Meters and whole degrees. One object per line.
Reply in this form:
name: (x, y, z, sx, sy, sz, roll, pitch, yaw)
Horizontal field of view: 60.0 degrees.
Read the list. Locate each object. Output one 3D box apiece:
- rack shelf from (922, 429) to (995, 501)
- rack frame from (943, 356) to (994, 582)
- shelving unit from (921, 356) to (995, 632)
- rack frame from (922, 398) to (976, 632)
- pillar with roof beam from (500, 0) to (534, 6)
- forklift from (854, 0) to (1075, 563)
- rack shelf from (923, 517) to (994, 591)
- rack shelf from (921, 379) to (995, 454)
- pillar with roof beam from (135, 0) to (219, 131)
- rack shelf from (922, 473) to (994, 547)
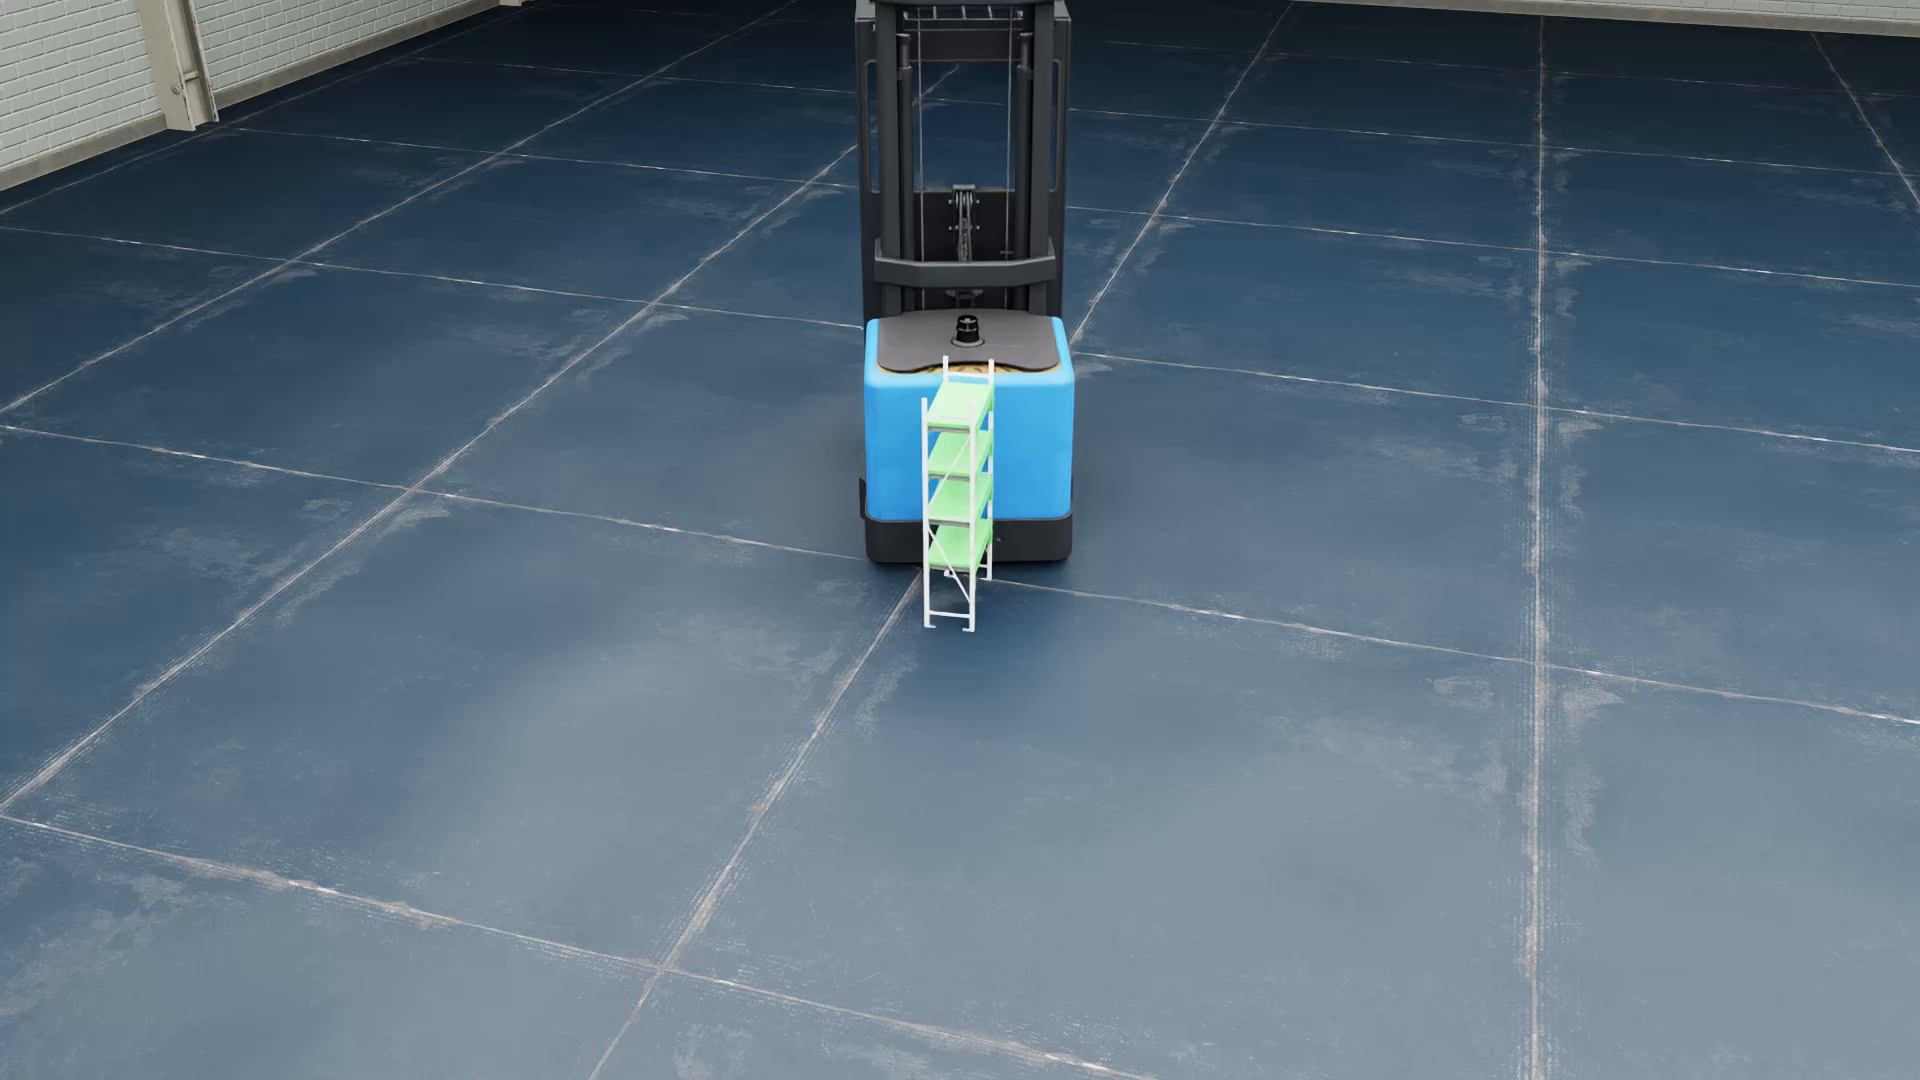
rack shelf: (-0.005, -0.367, 7.813, 0.258, 0.148, 0.480, 5, 30, 9)
rack frame: (0.040, -0.329, 8.108, 0.240, 1.200, 0.015, 5, 30, 9)
shelving unit: (-0.005, -0.213, 7.898, 0.258, 1.200, 0.503, 5, 30, 9)
rack frame: (-0.050, -0.096, 7.689, 0.240, 1.200, 0.015, 5, 30, 9)
pillar with roof beam: (-1.457, -10.078, 17.609, 9.100, 9.000, 0.400, 8, 30, 15)
forklift: (0.006, -1.843, 9.048, 1.130, 2.935, 3.031, -1, 29, -1)
rack shelf: (-0.005, 0.053, 8.046, 0.258, 0.148, 0.480, 5, 30, 9)
rack shelf: (-0.005, -0.576, 7.696, 0.258, 0.148, 0.480, 5, 30, 9)
pillar with roof beam: (-3.218, -7.289, 12.597, 9.100, 9.000, 0.400, 8, 30, 15)
rack shelf: (-0.005, -0.157, 7.929, 0.258, 0.148, 0.480, 5, 30, 9)
